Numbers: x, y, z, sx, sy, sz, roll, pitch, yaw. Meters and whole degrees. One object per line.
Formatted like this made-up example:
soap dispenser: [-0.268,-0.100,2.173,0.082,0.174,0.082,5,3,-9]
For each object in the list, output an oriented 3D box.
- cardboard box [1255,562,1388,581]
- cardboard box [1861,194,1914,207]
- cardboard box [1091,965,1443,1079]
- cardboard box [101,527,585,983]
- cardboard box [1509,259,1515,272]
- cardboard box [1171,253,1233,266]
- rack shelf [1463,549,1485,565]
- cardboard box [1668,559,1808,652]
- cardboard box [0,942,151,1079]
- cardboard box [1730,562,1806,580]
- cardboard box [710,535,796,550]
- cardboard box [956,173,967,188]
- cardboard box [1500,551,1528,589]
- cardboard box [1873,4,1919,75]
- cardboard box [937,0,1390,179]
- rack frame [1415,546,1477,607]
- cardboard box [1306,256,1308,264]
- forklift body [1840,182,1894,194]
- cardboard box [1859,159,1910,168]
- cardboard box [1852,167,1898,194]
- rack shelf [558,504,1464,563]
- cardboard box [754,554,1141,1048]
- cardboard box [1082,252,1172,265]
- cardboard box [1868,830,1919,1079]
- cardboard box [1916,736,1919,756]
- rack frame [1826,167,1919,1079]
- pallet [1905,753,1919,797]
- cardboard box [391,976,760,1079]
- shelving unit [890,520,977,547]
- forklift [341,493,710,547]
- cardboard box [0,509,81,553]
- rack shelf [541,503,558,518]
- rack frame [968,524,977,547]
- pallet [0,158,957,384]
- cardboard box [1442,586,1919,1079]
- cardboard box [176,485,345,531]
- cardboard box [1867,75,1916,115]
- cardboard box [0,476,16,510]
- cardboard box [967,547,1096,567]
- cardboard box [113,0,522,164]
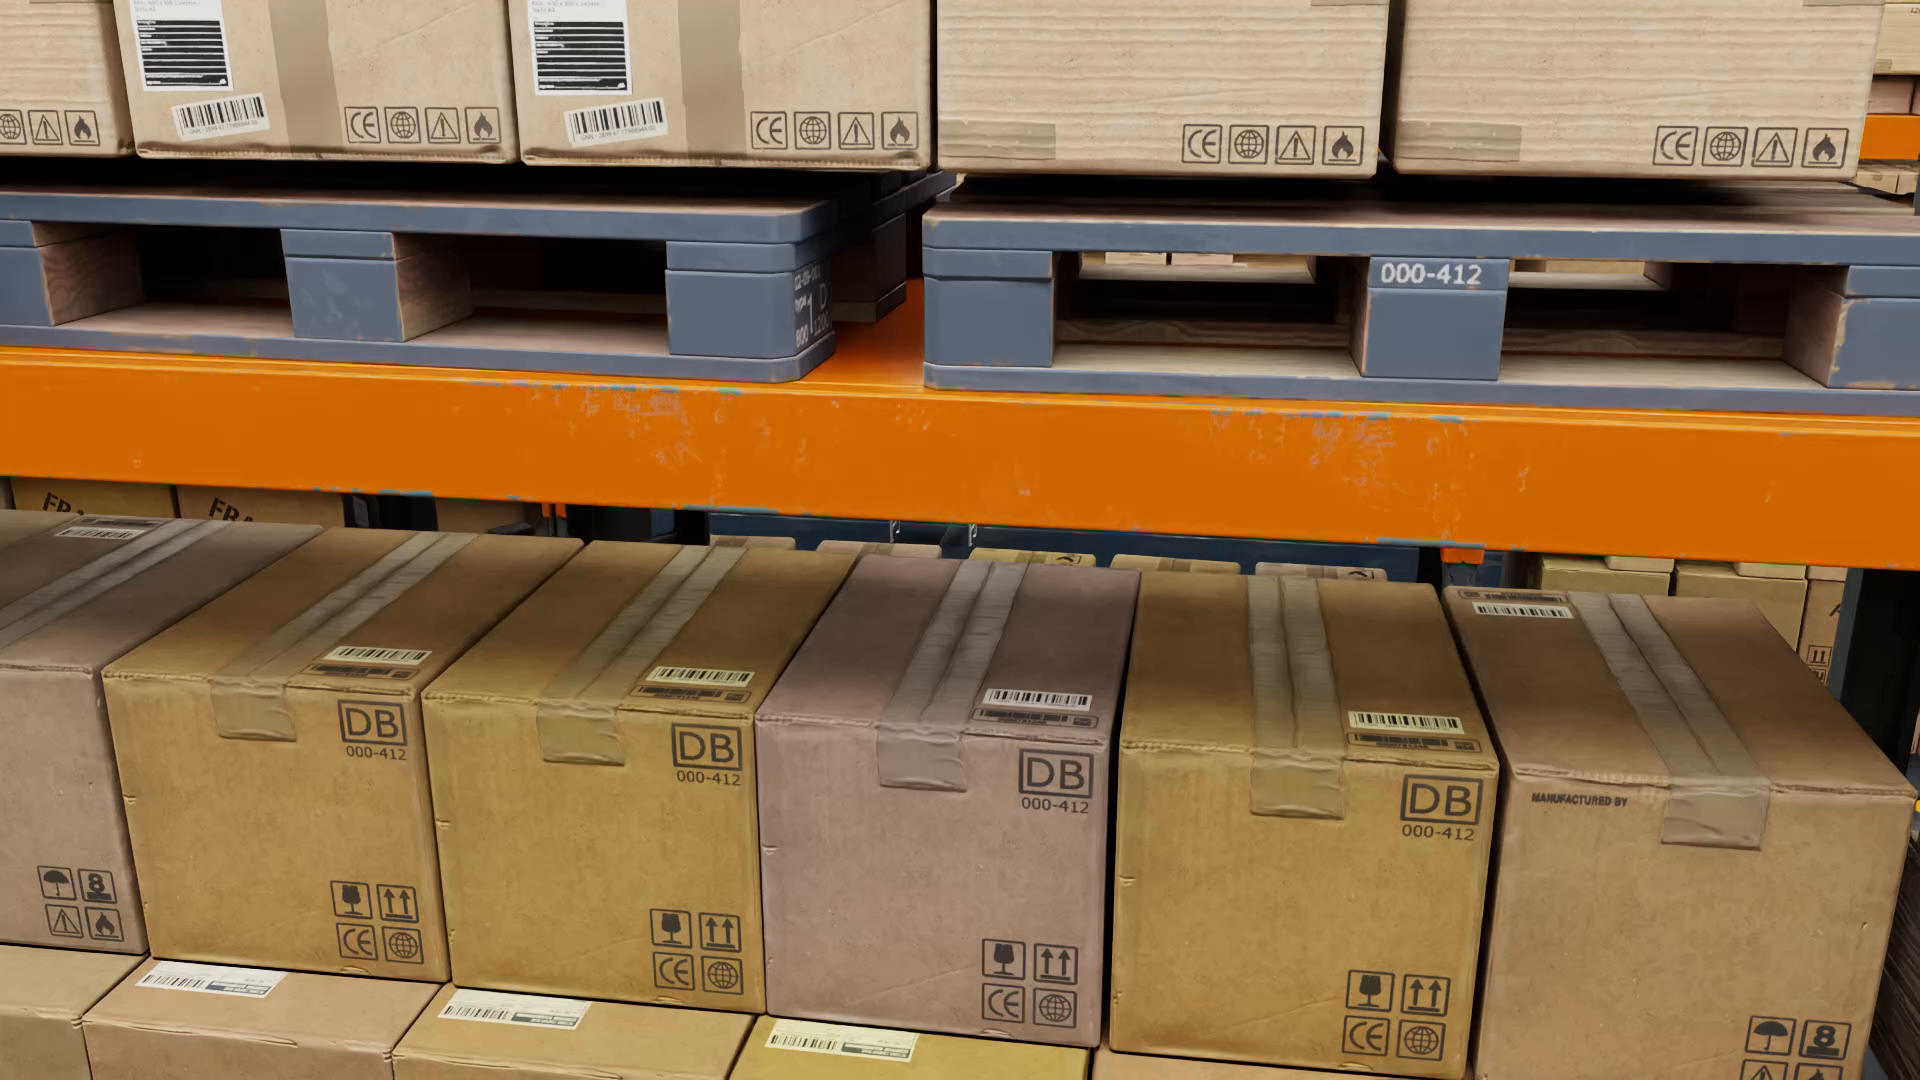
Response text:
cardboard box: [1.679,0.443,7.730,0.625,0.372,0.950,3,19,9]
cardboard box: [3.590,-1.084,6.614,0.500,0.500,0.700,3,19,7]
cardboard box: [0.455,0.963,2.542,0.500,0.500,0.500,3,19,8]
cardboard box: [-0.989,0.331,2.854,0.500,0.500,0.700,3,19,8]
cardboard box: [3.895,-2.055,11.561,0.500,0.500,0.500,3,19,10]
cardboard box: [1.023,-1.256,7.020,0.250,0.149,0.380,2,19,7]
rack shelf: [4.172,-0.136,7.116,4.000,0.370,1.077,3,19,9]
cardboard box: [3.267,0.309,7.143,0.500,0.500,0.500,4,19,11]
cardboard box: [-1.535,0.861,2.845,0.500,0.500,0.500,3,19,8]
cardboard box: [3.359,0.028,6.959,0.250,0.149,0.380,4,19,11]
cardboard box: [-1.196,0.299,8.161,0.625,0.372,0.950,2,19,5]
cardboard box: [0.081,-2.554,12.029,0.250,0.149,0.380,3,19,9]
cardboard box: [2.824,0.117,7.716,0.500,0.500,0.500,3,19,8]
cardboard box: [3.592,-1.910,6.325,0.500,0.250,0.500,3,19,9]
cardboard box: [0.258,-0.613,2.098,0.500,0.250,0.500,3,19,8]
rack frame: [2.197,-0.578,7.303,0.127,3.000,1.000,3,19,9]
cardboard box: [1.705,-0.917,7.028,0.500,0.500,0.500,3,19,8]
forklift body: [4.769,-1.053,10.061,1.214,2.155,2.313,3,19,9]
cardboard box: [6.380,-2.545,11.533,0.250,0.149,0.380,4,19,11]
cardboard box: [6.032,-2.387,11.062,0.250,0.149,0.380,3,19,10]
rack shelf: [0.223,-0.337,7.718,4.000,0.370,1.077,3,19,9]
cardboard box: [0.014,0.382,2.700,0.500,0.500,0.700,3,19,9]
cardboard box: [0.706,-0.969,7.185,0.500,0.500,0.500,4,19,11]
cardboard box: [1.878,0.922,2.585,0.550,0.550,0.875,3,19,9]
cardboard box: [4.278,0.719,7.100,0.500,0.250,0.500,2,19,7]
rack frame: [1.512,0.978,2.653,0.127,3.000,1.000,3,19,9]
pallet: [4.074,0.828,7.496,1.213,0.211,1.003,3,19,9]
cardboard box: [-0.545,0.912,2.692,0.500,0.500,0.500,3,19,8]
shelving unit: [-0.163,-0.577,10.138,0.503,1.200,0.258,3,19,9]
forklift: [-1.052,0.290,4.817,1.130,2.935,3.031,-16,24,-40]
cardboard box: [-1.996,0.281,3.003,0.500,0.500,0.700,3,19,8]
rack shelf: [-3.727,-0.539,8.320,4.000,0.370,1.077,3,19,9]
rack frame: [0.077,-0.565,10.101,0.015,1.200,0.240,3,19,9]
pallet: [-0.689,-0.485,2.596,1.213,0.211,1.003,4,19,11]
cardboard box: [1.021,0.433,2.548,0.500,0.500,0.700,3,19,8]
cardboard box: [-3.301,-0.078,8.495,0.875,0.875,0.875,3,19,9]
cardboard box: [3.481,-1.738,6.440,0.250,0.149,0.380,2,19,7]
cardboard box: [-5.077,-0.166,8.759,0.875,0.875,0.875,4,19,10]
cardboard box: [0.282,0.374,7.938,0.625,0.372,0.950,4,19,10]
cardboard box: [-0.756,-0.694,2.243,0.500,0.311,0.500,3,19,8]
